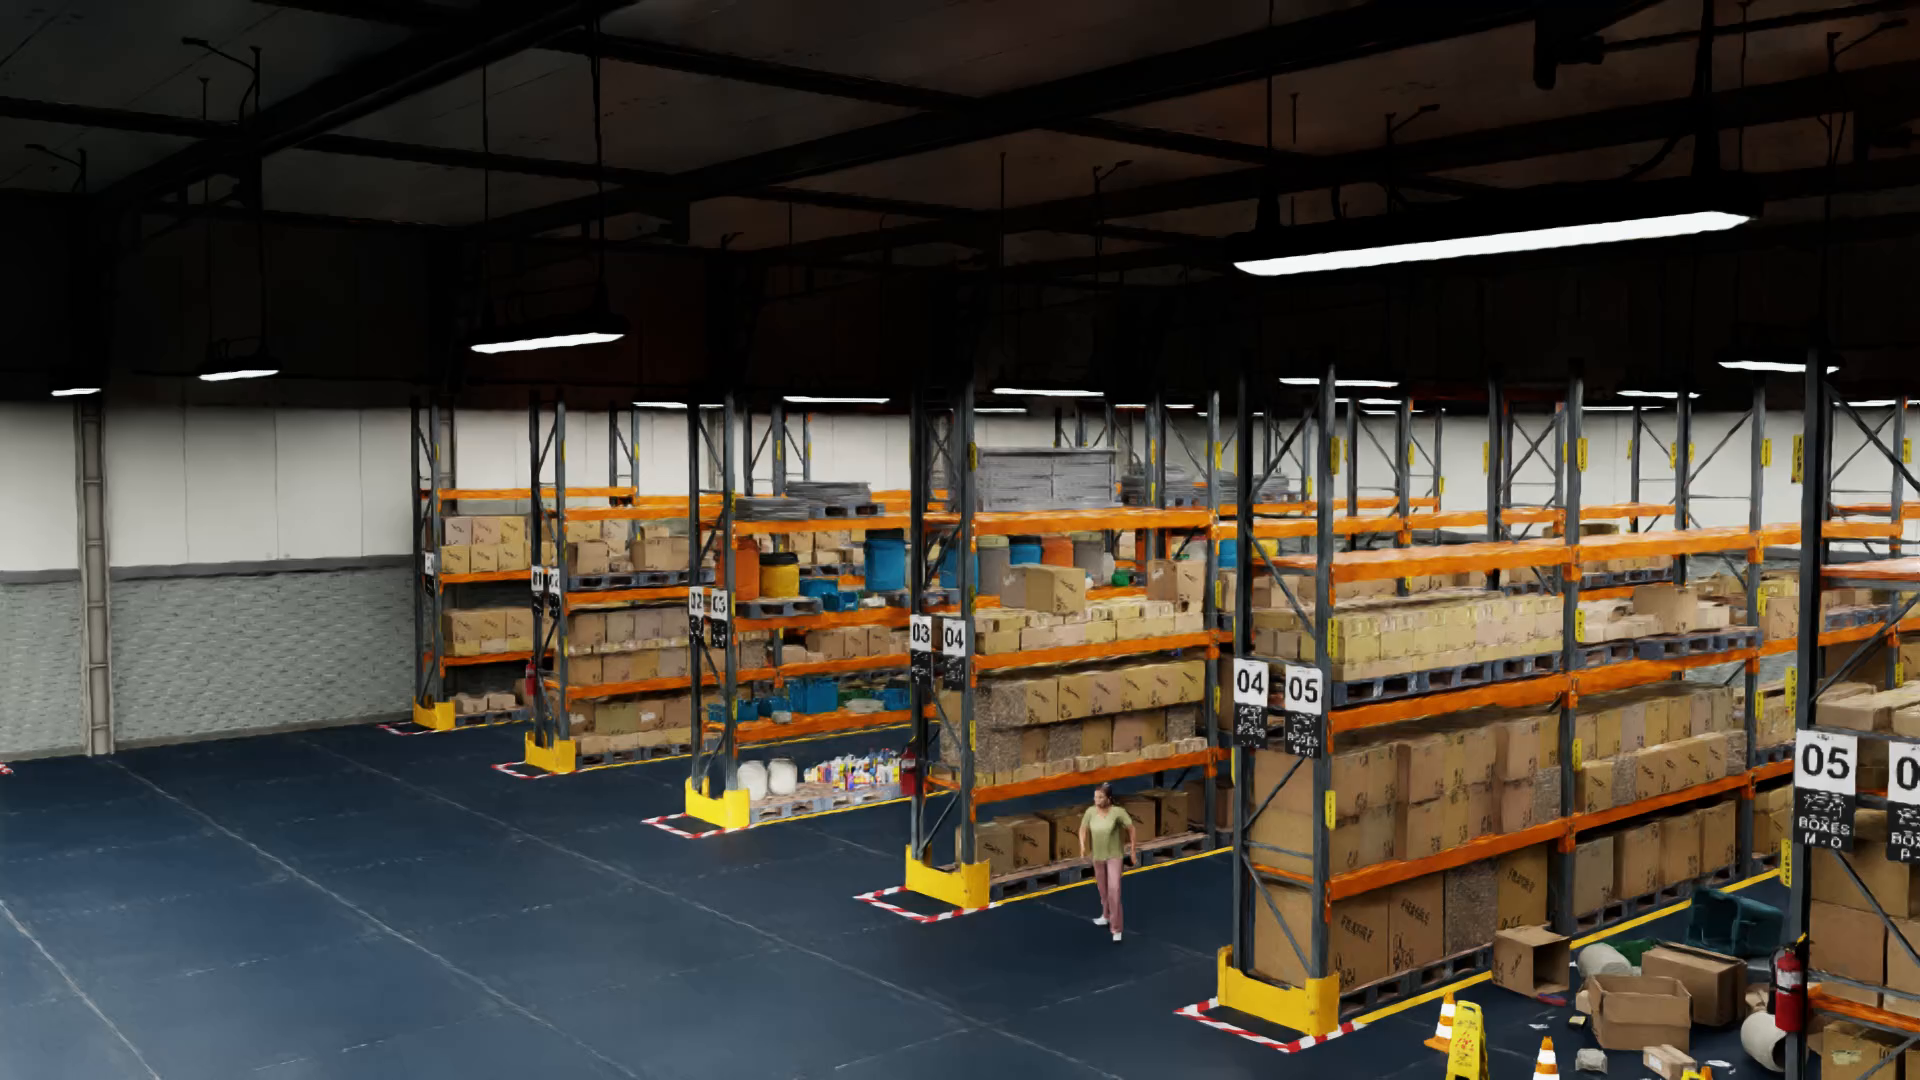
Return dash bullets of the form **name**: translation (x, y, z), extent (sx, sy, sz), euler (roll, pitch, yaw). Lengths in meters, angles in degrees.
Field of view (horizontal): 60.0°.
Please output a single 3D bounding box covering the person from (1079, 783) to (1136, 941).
- **person**: translation (1.570, 3.323, 17.440), extent (0.614, 1.607, 0.800), euler (2, 4, 33)
